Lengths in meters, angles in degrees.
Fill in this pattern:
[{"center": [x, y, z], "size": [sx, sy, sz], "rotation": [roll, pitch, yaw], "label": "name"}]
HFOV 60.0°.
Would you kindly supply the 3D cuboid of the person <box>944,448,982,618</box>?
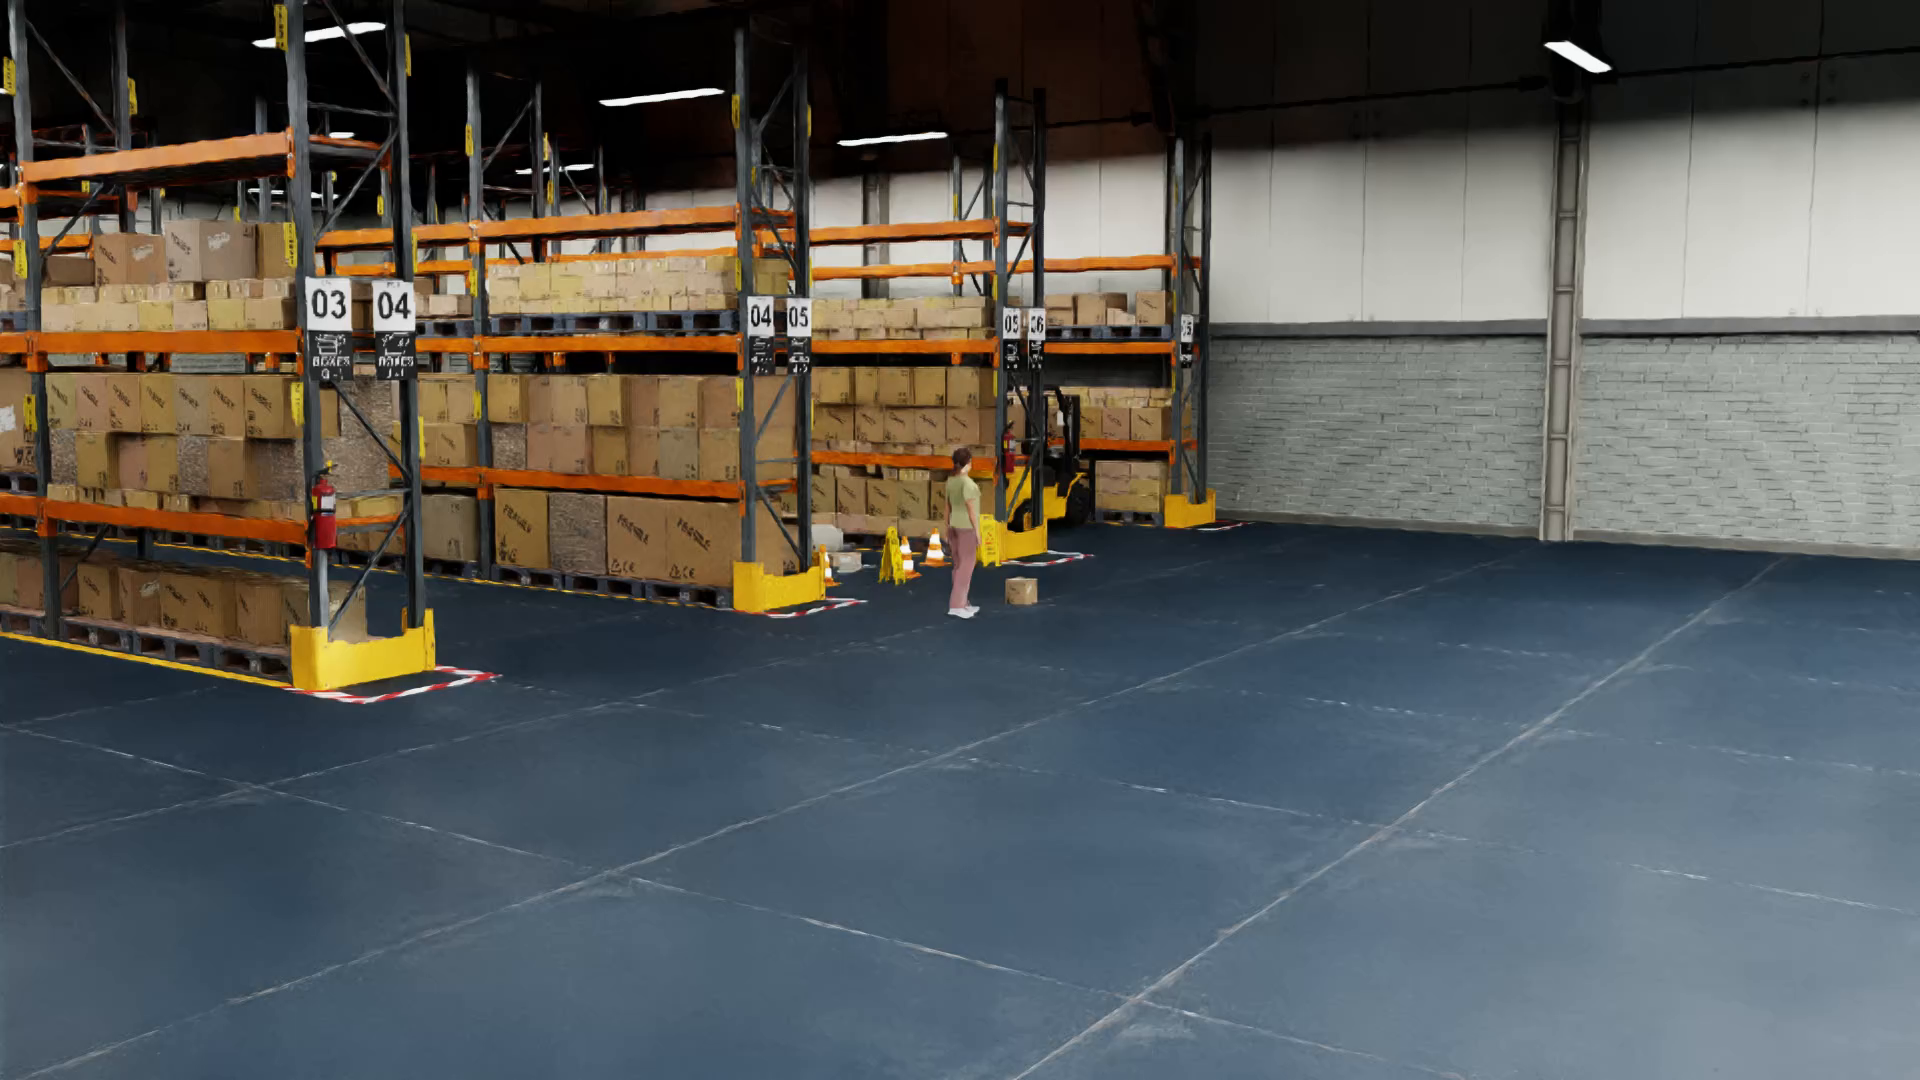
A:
[{"center": [0.044, -0.080, 16.598], "size": [0.435, 1.667, 0.609], "rotation": [-4, 7, -30], "label": "person"}]
